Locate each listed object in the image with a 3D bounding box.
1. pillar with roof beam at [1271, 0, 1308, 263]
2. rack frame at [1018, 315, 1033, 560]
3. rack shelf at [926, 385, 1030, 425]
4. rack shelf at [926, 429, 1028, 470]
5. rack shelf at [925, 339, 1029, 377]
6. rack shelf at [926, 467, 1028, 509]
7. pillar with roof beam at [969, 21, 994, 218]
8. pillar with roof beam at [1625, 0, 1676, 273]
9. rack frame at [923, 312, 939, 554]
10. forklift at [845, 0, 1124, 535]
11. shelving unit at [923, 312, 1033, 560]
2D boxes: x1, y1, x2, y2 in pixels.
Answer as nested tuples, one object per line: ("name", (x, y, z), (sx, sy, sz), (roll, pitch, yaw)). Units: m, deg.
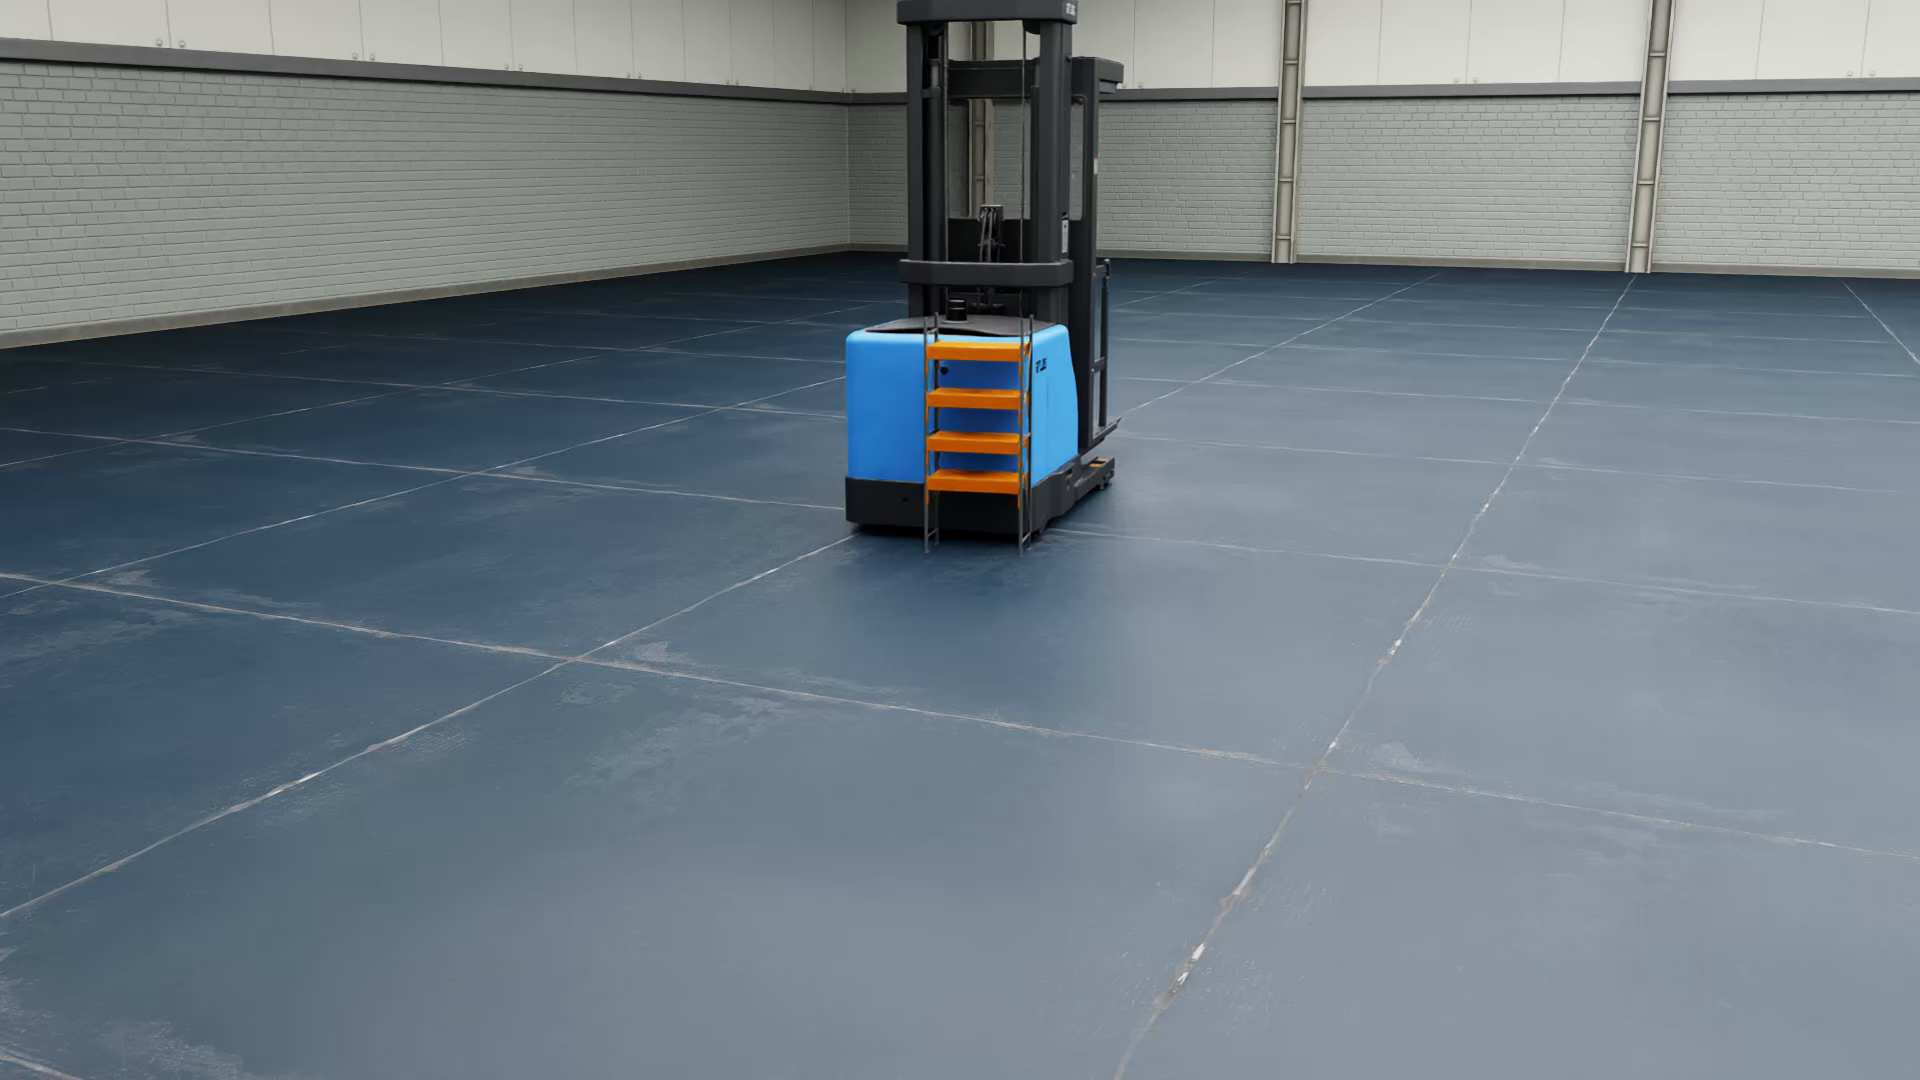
("pillar with roof beam", (4.156, -8.537, 25.438), (0.400, 9.000, 9.100), (6, 14, 23))
("rack frame", (0.329, -0.512, 8.311), (0.015, 1.200, 0.240), (3, 14, 13))
("rack shelf", (0.092, -0.678, 8.331), (0.480, 0.148, 0.258), (3, 14, 13))
("rack shelf", (0.092, -0.460, 8.382), (0.480, 0.148, 0.258), (3, 14, 13))
("rack shelf", (0.092, -0.908, 8.277), (0.480, 0.148, 0.258), (3, 14, 13))
("rack shelf", (0.092, -0.267, 8.428), (0.480, 0.148, 0.258), (3, 14, 13))
("pillar with roof beam", (-1.330, -9.092, 27.804), (0.400, 9.000, 9.100), (6, 14, 23))
("pillar with roof beam", (9.642, -7.982, 23.072), (0.400, 9.000, 9.100), (6, 14, 23))
("rack frame", (-0.145, -0.539, 8.423), (0.015, 1.200, 0.240), (3, 14, 13))
("forklift", (0.319, -1.746, 9.780), (1.130, 2.935, 3.031), (4, 14, 17))
("shelving unit", (0.092, -0.525, 8.367), (0.503, 1.200, 0.258), (3, 14, 13))
